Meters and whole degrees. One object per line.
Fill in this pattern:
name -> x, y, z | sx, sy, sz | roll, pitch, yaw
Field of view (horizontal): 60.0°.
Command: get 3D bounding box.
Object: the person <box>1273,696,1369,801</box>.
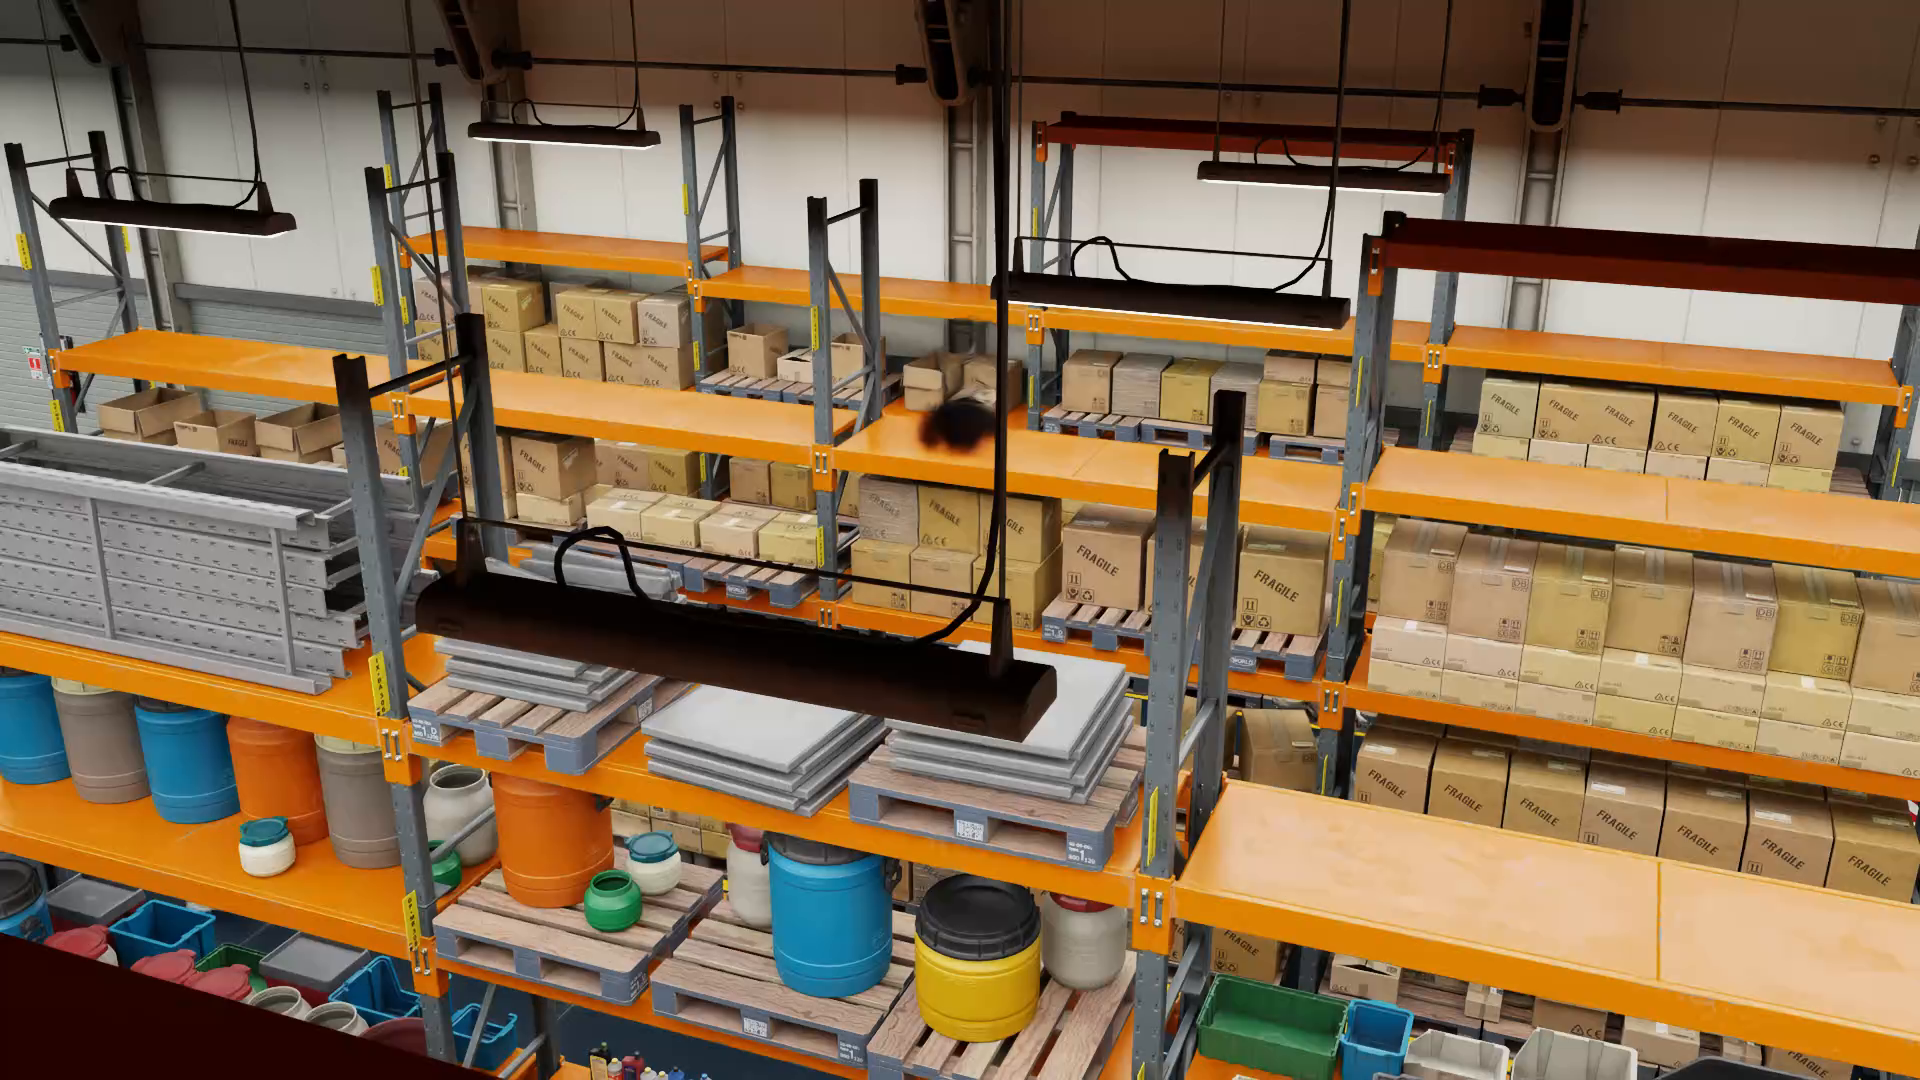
person -> 3.420, 1.793, 15.718 | 0.929, 1.397, 0.614 | 1, 21, 2

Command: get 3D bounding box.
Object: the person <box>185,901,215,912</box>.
person -> -6.769, 2.392, 13.931 | 0.984, 1.534, 0.658 | 11, 23, 26
